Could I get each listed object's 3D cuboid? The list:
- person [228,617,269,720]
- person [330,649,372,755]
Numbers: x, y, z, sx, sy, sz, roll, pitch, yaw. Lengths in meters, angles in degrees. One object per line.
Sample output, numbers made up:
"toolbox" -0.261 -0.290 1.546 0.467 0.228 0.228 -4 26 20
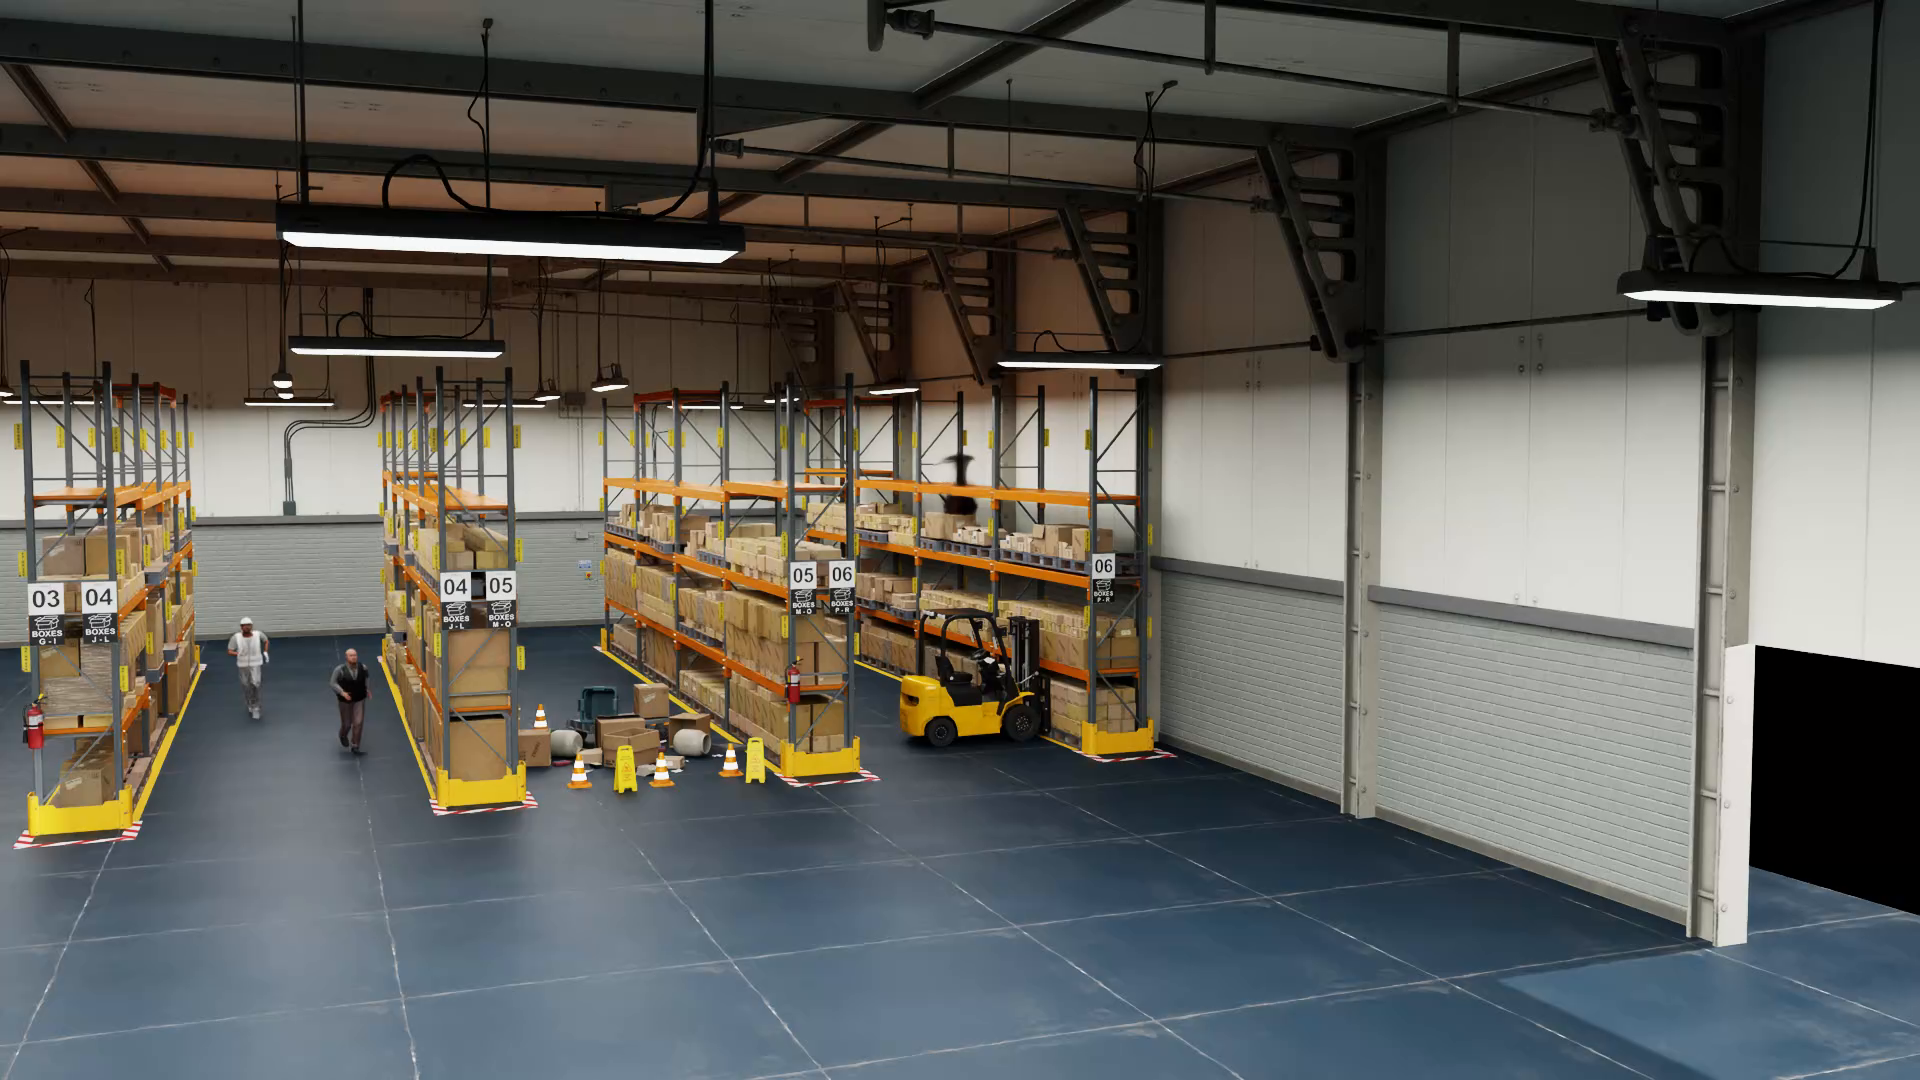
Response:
"person" -12.816 2.301 29.956 0.660 1.830 0.771 -1 4 -16
"person" -9.778 2.567 26.652 0.654 1.681 0.811 -2 4 -32
